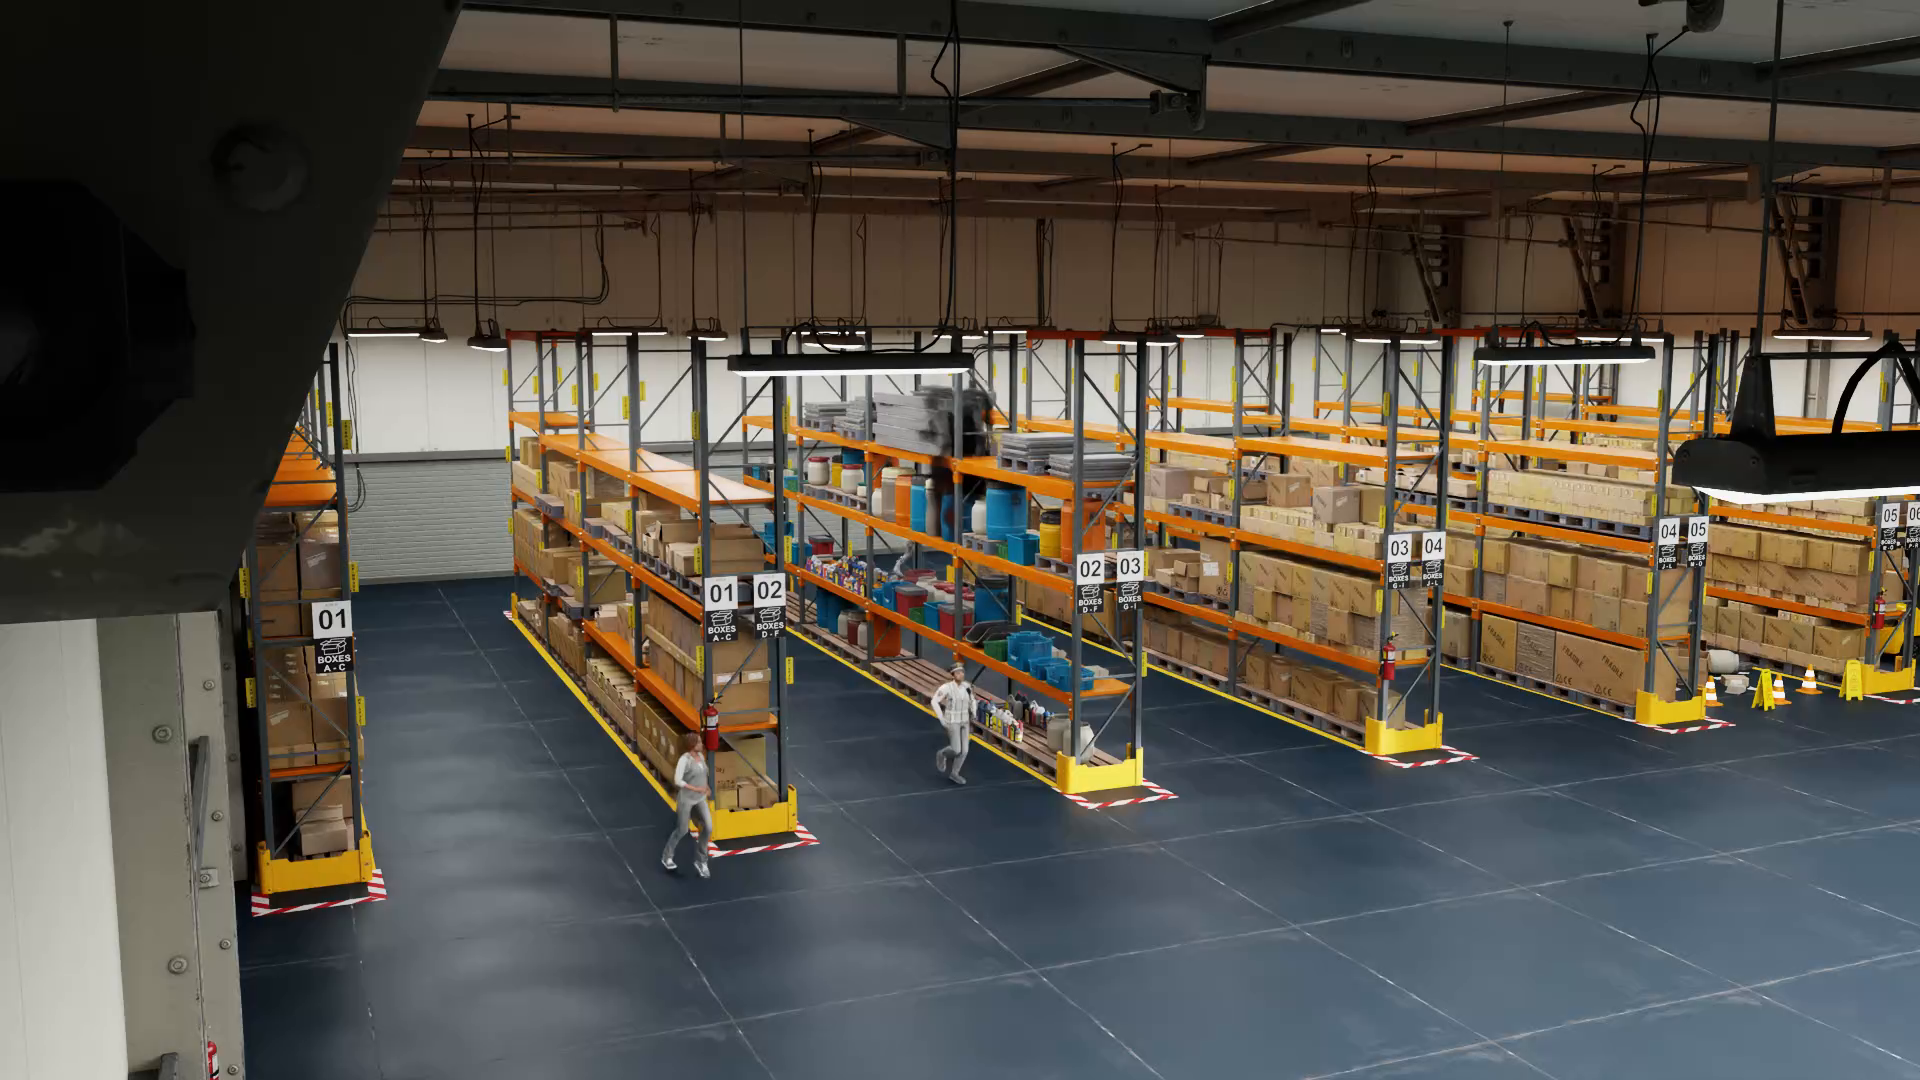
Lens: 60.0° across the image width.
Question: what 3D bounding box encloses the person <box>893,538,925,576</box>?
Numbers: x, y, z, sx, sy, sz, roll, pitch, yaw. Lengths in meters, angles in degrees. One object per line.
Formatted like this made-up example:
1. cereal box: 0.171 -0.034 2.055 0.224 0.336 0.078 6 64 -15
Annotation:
1. person: -1.131 0.026 39.682 0.947 1.799 0.674 -2 8 -15

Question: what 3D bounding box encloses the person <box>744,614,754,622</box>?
1. person: -3.785 1.321 30.534 0.672 1.769 0.710 -4 9 -24

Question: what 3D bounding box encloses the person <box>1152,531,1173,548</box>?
1. person: 5.202 -0.281 42.312 0.745 1.835 0.704 -4 9 -27

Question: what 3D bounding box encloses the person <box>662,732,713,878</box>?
1. person: -3.040 2.986 18.918 0.649 1.605 0.603 5 9 34

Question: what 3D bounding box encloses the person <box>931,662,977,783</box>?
1. person: -0.040 2.464 22.509 0.645 1.667 0.558 -5 9 -31
